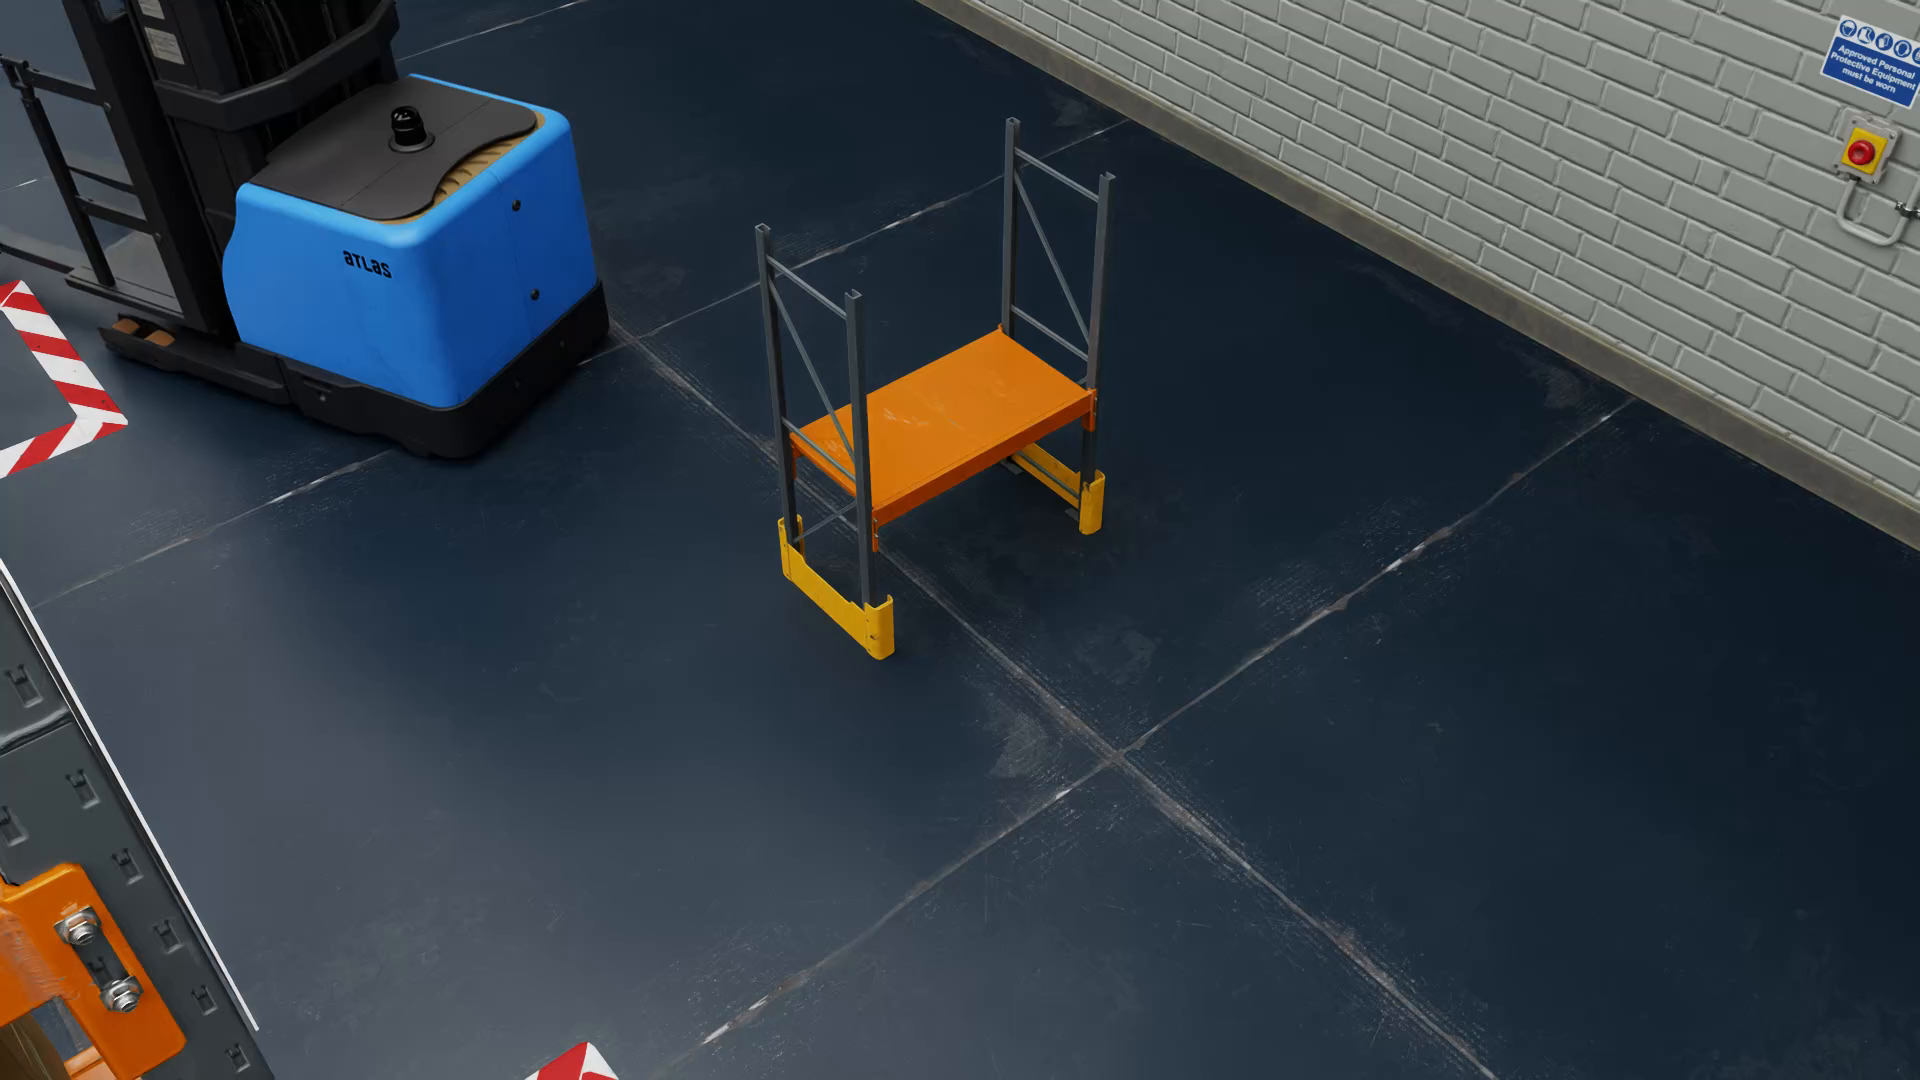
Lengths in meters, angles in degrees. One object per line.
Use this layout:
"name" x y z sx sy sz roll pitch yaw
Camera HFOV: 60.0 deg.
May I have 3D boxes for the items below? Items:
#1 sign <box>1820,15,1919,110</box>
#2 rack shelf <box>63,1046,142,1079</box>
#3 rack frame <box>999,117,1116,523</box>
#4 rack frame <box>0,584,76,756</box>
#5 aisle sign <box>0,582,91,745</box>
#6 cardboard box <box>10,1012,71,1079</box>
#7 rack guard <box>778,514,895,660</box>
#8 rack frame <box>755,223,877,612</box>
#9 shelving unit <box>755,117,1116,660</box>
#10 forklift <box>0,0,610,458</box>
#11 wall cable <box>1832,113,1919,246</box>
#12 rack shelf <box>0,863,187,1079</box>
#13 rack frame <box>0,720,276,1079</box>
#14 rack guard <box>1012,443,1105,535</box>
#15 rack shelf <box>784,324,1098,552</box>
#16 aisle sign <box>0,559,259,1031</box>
"sign" 3.066 -1.600 5.565 0.001 0.218 0.327 -30 51 -28
"rack shelf" -2.794 2.180 2.263 4.000 0.370 1.077 -30 51 -28
"rack frame" 0.324 -0.733 5.934 0.032 1.500 0.500 -30 51 -28
"rack frame" -1.260 -1.147 0.898 0.127 3.000 1.000 -30 51 -28
"aisle sign" -1.391 -0.092 2.258 0.004 0.787 0.394 -30 51 -28
"cardboard box" -1.812 1.063 2.854 0.500 0.500 0.500 -30 51 -28
"rack guard" -0.440 0.161 5.896 0.087 0.250 0.587 -30 51 -28
"rack frame" -0.455 -0.286 5.459 0.032 1.500 0.500 -30 51 -28
"shelving unit" -0.058 -0.513 5.701 1.083 1.500 0.587 -30 51 -28
"forklift" -3.054 -2.087 6.331 3.031 2.935 1.130 18 46 19
"wall cable" 3.050 -1.831 5.244 0.123 1.953 0.585 -30 51 -28
"rack shelf" -2.794 1.087 1.236 4.000 0.370 1.077 -30 51 -28
"rack frame" -1.260 1.040 2.952 0.127 3.000 1.000 -30 51 -28
"rack guard" 0.323 -0.276 6.362 0.087 0.250 0.587 -30 51 -28
"rack shelf" -0.065 -0.378 5.820 1.000 0.185 0.538 -30 51 -28
"aisle sign" -1.006 0.223 1.922 0.004 0.787 0.394 -30 51 -28
